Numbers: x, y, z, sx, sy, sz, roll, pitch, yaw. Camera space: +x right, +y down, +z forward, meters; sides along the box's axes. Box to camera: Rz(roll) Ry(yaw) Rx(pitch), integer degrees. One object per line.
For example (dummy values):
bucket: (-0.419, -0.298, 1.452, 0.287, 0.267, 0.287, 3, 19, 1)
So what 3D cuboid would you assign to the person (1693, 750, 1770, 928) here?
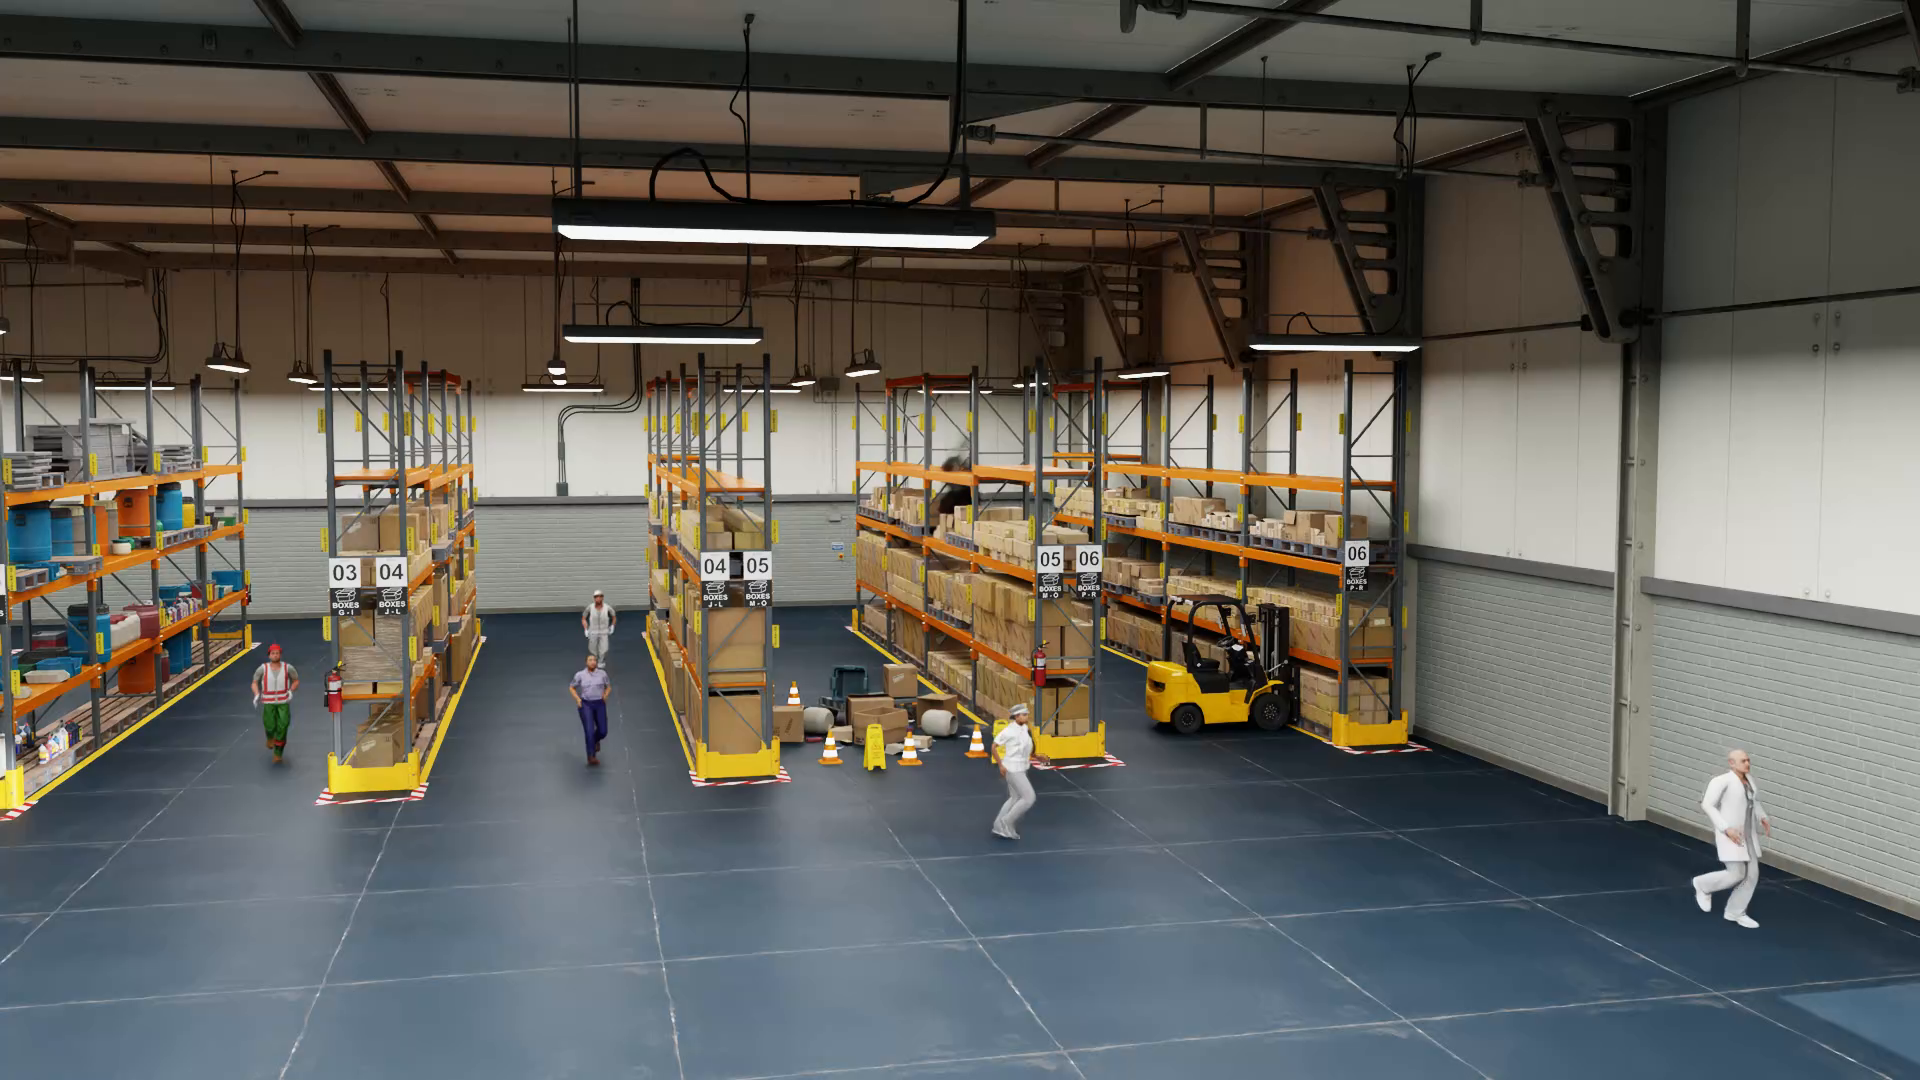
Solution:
person: (7.778, 2.970, 16.760, 0.736, 1.755, 0.683, -2, 4, -26)

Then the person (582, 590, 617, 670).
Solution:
person: (-7.077, 1.858, 32.692, 0.678, 1.756, 0.593, -1, 4, -14)

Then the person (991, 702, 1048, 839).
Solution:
person: (0.711, 2.770, 19.989, 0.717, 1.651, 0.542, 2, 4, 26)

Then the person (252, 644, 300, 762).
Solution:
person: (-10.170, 2.419, 24.746, 0.657, 1.743, 0.605, -2, 4, -24)

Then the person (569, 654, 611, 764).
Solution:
person: (-5.479, 2.494, 24.704, 0.613, 1.579, 0.669, -2, 4, -25)
